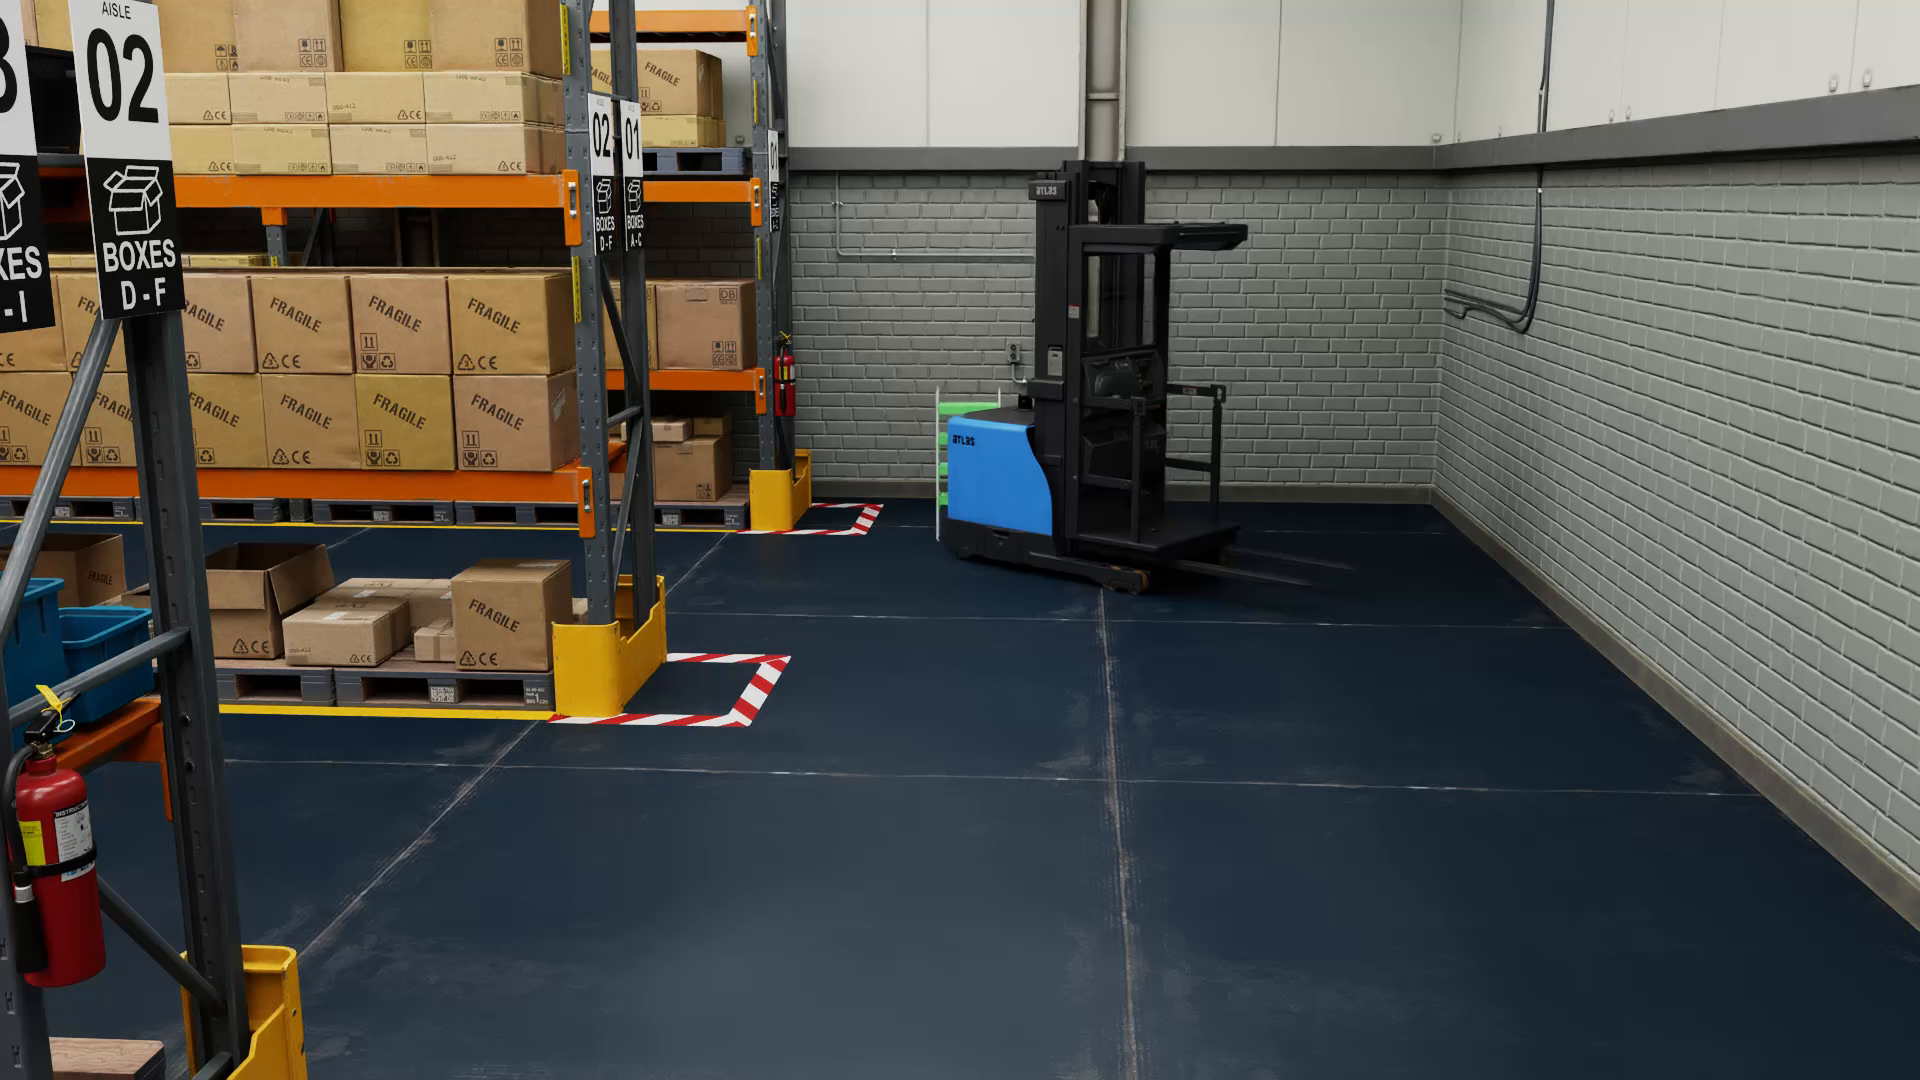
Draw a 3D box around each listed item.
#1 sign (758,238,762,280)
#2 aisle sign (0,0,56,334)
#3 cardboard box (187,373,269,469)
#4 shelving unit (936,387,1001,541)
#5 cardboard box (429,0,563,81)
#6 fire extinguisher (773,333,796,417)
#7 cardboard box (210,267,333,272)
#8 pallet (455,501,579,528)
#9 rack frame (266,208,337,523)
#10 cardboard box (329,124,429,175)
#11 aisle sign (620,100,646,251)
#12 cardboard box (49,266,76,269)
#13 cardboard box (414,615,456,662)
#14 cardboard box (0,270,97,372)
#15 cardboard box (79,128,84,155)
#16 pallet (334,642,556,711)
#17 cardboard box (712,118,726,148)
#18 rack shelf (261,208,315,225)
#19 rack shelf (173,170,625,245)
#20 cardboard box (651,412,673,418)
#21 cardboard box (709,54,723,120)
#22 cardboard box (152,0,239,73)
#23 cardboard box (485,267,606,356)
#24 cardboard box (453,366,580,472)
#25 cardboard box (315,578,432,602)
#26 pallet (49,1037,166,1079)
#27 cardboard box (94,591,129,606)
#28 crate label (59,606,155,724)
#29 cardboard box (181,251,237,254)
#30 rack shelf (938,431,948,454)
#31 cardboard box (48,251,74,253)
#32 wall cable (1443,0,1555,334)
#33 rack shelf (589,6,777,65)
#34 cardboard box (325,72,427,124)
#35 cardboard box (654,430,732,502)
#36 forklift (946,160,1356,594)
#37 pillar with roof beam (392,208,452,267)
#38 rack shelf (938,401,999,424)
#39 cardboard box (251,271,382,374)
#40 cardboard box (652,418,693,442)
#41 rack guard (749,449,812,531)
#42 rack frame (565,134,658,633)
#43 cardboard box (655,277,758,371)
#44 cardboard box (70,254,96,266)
[{"bbox_3d":[-1.591,-2.234,13.215,0.005,0.325,0.100,1,12,4],"label":"sign"},{"bbox_3d":[-2.151,-0.850,3.655,0.004,0.787,0.394,1,12,4],"label":"aisle sign"},{"bbox_3d":[-3.851,-0.671,8.904,0.500,0.500,0.500,1,12,3],"label":"cardboard box"},{"bbox_3d":[0.067,-0.599,13.203,0.503,1.200,0.258,0,12,1],"label":"shelving unit"},{"bbox_3d":[-2.382,-2.660,8.647,0.500,0.500,0.700,1,12,4],"label":"cardboard box"},{"bbox_3d":[-1.421,-1.345,13.473,0.183,0.674,0.296,1,12,4],"label":"fire extinguisher"},{"bbox_3d":[-3.821,-1.268,9.319,0.500,0.500,0.500,1,12,3],"label":"cardboard box"},{"bbox_3d":[-3.558,-0.309,14.231,1.213,0.211,1.003,1,12,4],"label":"pallet"},{"bbox_3d":[-5.532,-1.717,14.149,0.127,3.000,1.000,1,12,4],"label":"rack frame"},{"bbox_3d":[-2.896,-2.007,8.577,0.500,0.250,0.500,1,12,4],"label":"cardboard box"},{"bbox_3d":[-1.780,-1.981,9.065,0.004,0.787,0.394,1,12,4],"label":"aisle sign"},{"bbox_3d":[-5.337,-1.289,9.418,0.500,0.500,0.500,1,12,4],"label":"cardboard box"},{"bbox_3d":[-2.825,0.541,9.203,0.250,0.166,0.380,1,12,4],"label":"cardboard box"},{"bbox_3d":[-4.893,-1.172,8.859,0.500,0.500,0.500,0,12,2],"label":"cardboard box"},{"bbox_3d":[-4.393,-2.027,8.675,0.500,0.250,0.500,1,12,4],"label":"cardboard box"},{"bbox_3d":[-2.739,0.703,9.391,1.213,0.211,1.003,1,12,4],"label":"pallet"},{"bbox_3d":[-2.253,-3.371,13.829,0.500,0.250,0.500,1,12,7],"label":"cardboard box"},{"bbox_3d":[-7.527,-2.860,14.046,4.000,0.370,1.077,1,12,4],"label":"rack shelf"},{"bbox_3d":[-3.864,-1.793,8.946,4.000,0.370,1.077,1,12,4],"label":"rack shelf"},{"bbox_3d":[-2.613,-0.997,14.201,0.250,0.149,0.380,1,12,4],"label":"cardboard box"},{"bbox_3d":[-2.253,-3.738,13.749,0.500,0.500,0.500,0,12,2],"label":"cardboard box"},{"bbox_3d":[-3.874,-2.695,8.814,0.500,0.500,0.700,1,12,4],"label":"cardboard box"},{"bbox_3d":[-2.293,-1.248,9.223,0.500,0.500,0.500,1,12,5],"label":"cardboard box"},{"bbox_3d":[-2.333,-0.649,8.802,0.500,0.500,0.500,1,12,5],"label":"cardboard box"},{"bbox_3d":[-3.389,0.402,9.663,0.500,0.250,0.500,1,12,4],"label":"cardboard box"},{"bbox_3d":[-3.023,1.708,4.589,1.213,0.211,1.003,1,12,4],"label":"pallet"},{"bbox_3d":[-4.893,0.418,9.831,0.250,0.149,0.380,1,12,4],"label":"cardboard box"},{"bbox_3d":[-2.427,0.344,4.560,0.303,0.233,0.416,1,12,4],"label":"crate label"},{"bbox_3d":[-6.496,-2.353,14.341,0.500,0.250,0.500,1,12,4],"label":"cardboard box"},{"bbox_3d":[0.067,-0.772,13.167,0.480,0.148,0.258,0,12,1],"label":"rack shelf"},{"bbox_3d":[-8.025,-2.374,14.440,0.500,0.250,0.500,0,12,2],"label":"cardboard box"},{"bbox_3d":[4.079,-2.928,12.872,0.112,2.526,3.097,1,12,4],"label":"wall cable"},{"bbox_3d":[-3.536,-4.078,13.518,4.000,0.370,1.077,1,12,4],"label":"rack shelf"},{"bbox_3d":[-2.897,-2.251,8.523,0.500,0.250,0.500,1,12,4],"label":"cardboard box"},{"bbox_3d":[-2.246,-0.633,14.048,0.500,0.500,0.700,1,12,4],"label":"cardboard box"},{"bbox_3d":[1.332,-1.180,11.752,3.031,2.935,1.130,10,16,40],"label":"forklift"},{"bbox_3d":[-5.063,-3.941,10.129,0.400,9.000,9.100,1,12,4],"label":"pillar with roof beam"},{"bbox_3d":[0.067,-1.007,13.118,0.480,0.148,0.258,0,12,1],"label":"rack shelf"},{"bbox_3d":[-3.352,-1.151,8.758,0.500,0.500,0.500,1,12,5],"label":"cardboard box"},{"bbox_3d":[-2.386,-0.915,13.812,0.250,0.149,0.380,1,12,3],"label":"cardboard box"},{"bbox_3d":[-1.517,-0.438,14.141,0.348,0.500,1.175,1,12,4],"label":"rack guard"},{"bbox_3d":[-1.868,-0.650,9.049,0.127,3.000,1.000,1,12,4],"label":"rack frame"},{"bbox_3d":[-2.050,-1.814,13.880,0.700,0.700,0.980,1,12,6],"label":"cardboard box"},{"bbox_3d":[-7.033,-2.258,13.886,0.500,0.250,0.500,1,12,5],"label":"cardboard box"}]
